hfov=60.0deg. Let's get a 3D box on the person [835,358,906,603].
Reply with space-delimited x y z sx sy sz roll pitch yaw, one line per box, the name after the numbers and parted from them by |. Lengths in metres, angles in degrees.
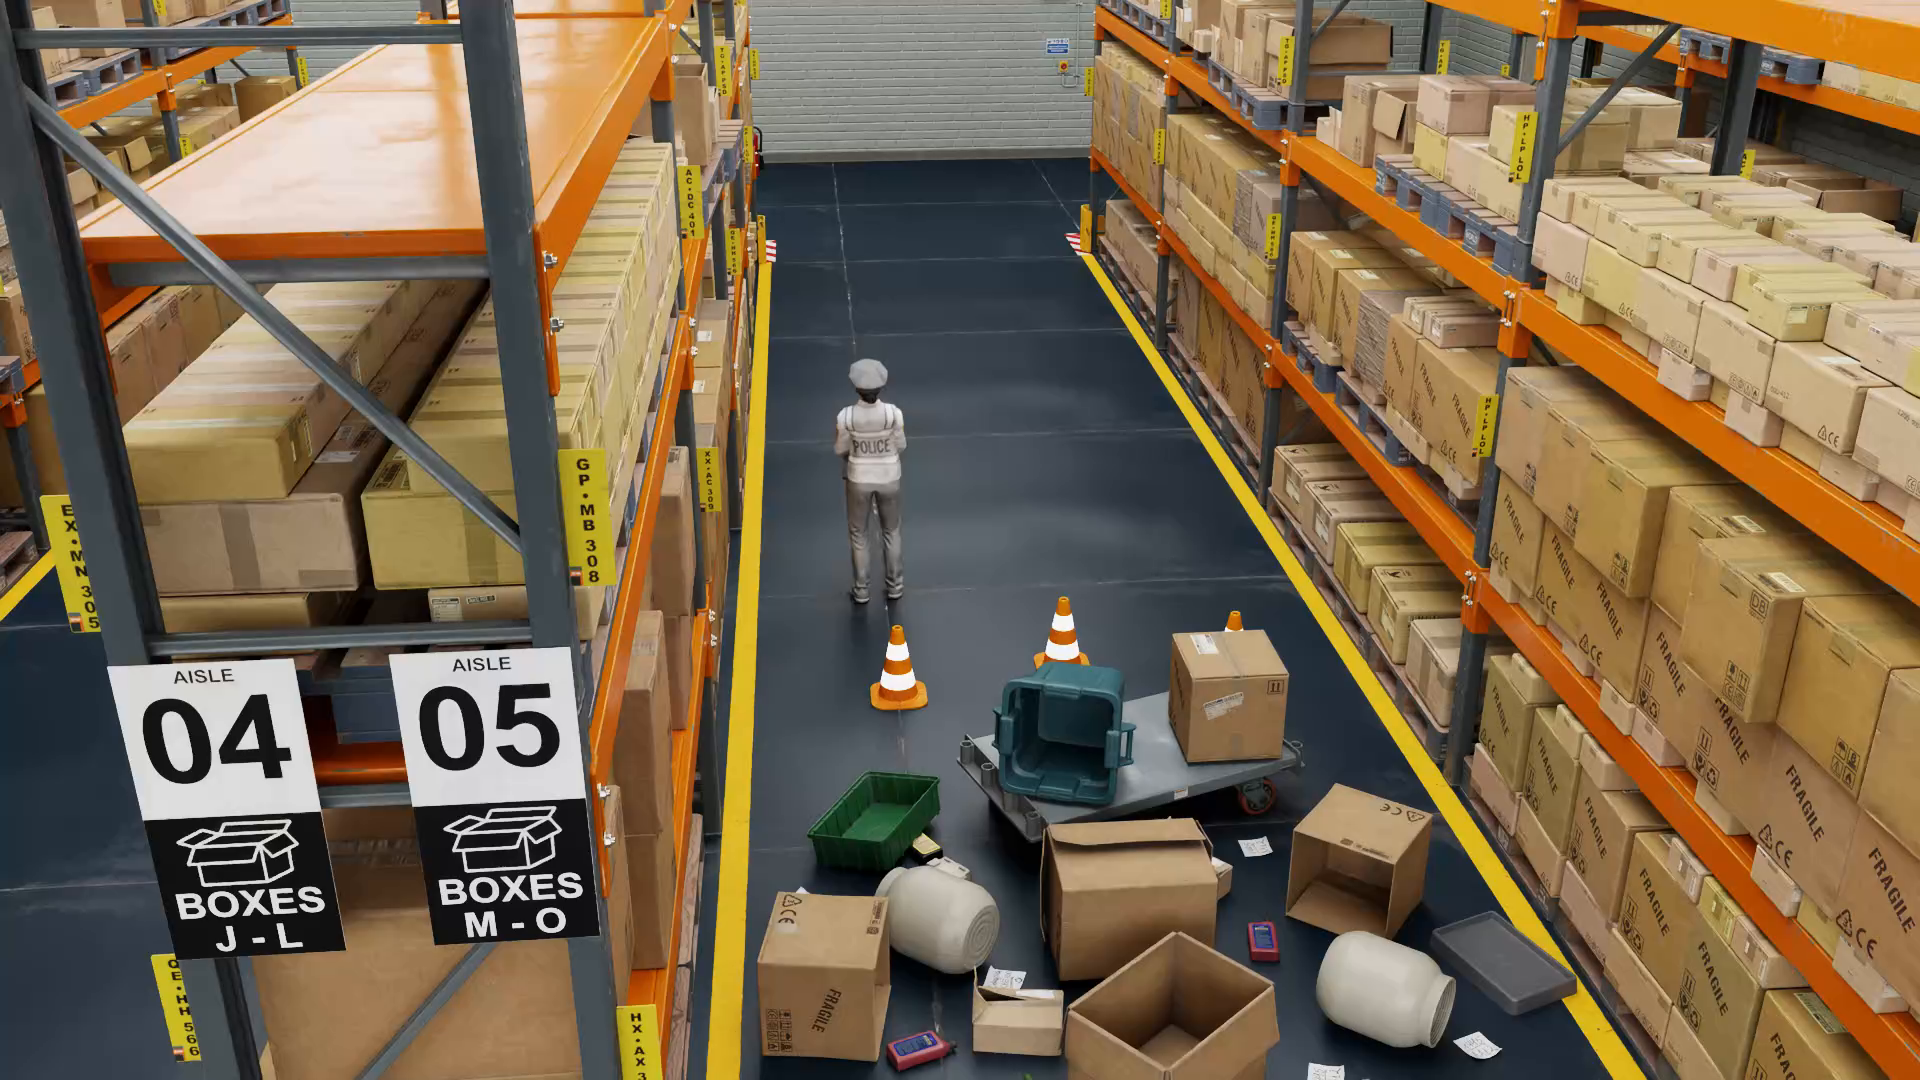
-0.588 -0.408 10.979 0.468 1.697 0.552 -3 24 -6 | person
